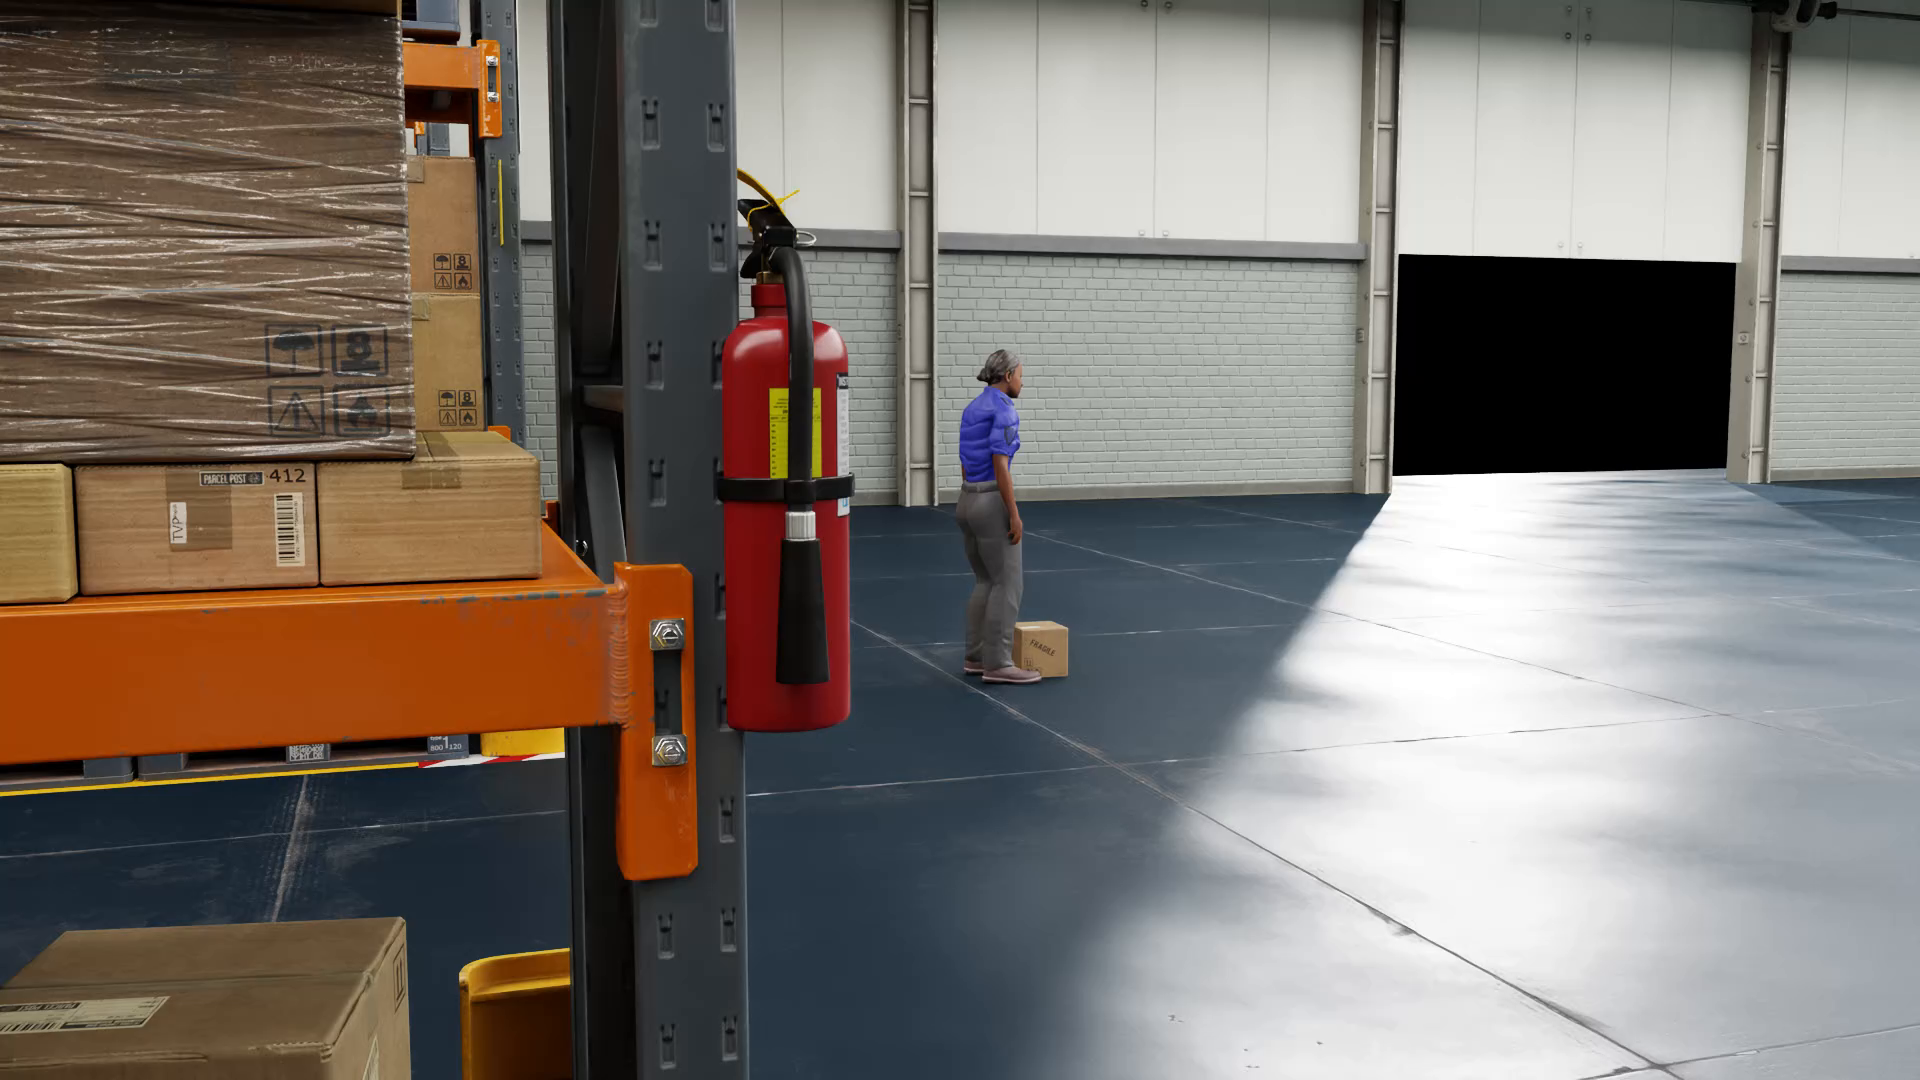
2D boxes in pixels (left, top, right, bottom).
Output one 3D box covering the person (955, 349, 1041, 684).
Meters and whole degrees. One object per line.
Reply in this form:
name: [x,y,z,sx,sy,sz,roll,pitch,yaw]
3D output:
person: [0.173,-0.128,8.345,0.349,1.653,0.525,-2,6,-22]
